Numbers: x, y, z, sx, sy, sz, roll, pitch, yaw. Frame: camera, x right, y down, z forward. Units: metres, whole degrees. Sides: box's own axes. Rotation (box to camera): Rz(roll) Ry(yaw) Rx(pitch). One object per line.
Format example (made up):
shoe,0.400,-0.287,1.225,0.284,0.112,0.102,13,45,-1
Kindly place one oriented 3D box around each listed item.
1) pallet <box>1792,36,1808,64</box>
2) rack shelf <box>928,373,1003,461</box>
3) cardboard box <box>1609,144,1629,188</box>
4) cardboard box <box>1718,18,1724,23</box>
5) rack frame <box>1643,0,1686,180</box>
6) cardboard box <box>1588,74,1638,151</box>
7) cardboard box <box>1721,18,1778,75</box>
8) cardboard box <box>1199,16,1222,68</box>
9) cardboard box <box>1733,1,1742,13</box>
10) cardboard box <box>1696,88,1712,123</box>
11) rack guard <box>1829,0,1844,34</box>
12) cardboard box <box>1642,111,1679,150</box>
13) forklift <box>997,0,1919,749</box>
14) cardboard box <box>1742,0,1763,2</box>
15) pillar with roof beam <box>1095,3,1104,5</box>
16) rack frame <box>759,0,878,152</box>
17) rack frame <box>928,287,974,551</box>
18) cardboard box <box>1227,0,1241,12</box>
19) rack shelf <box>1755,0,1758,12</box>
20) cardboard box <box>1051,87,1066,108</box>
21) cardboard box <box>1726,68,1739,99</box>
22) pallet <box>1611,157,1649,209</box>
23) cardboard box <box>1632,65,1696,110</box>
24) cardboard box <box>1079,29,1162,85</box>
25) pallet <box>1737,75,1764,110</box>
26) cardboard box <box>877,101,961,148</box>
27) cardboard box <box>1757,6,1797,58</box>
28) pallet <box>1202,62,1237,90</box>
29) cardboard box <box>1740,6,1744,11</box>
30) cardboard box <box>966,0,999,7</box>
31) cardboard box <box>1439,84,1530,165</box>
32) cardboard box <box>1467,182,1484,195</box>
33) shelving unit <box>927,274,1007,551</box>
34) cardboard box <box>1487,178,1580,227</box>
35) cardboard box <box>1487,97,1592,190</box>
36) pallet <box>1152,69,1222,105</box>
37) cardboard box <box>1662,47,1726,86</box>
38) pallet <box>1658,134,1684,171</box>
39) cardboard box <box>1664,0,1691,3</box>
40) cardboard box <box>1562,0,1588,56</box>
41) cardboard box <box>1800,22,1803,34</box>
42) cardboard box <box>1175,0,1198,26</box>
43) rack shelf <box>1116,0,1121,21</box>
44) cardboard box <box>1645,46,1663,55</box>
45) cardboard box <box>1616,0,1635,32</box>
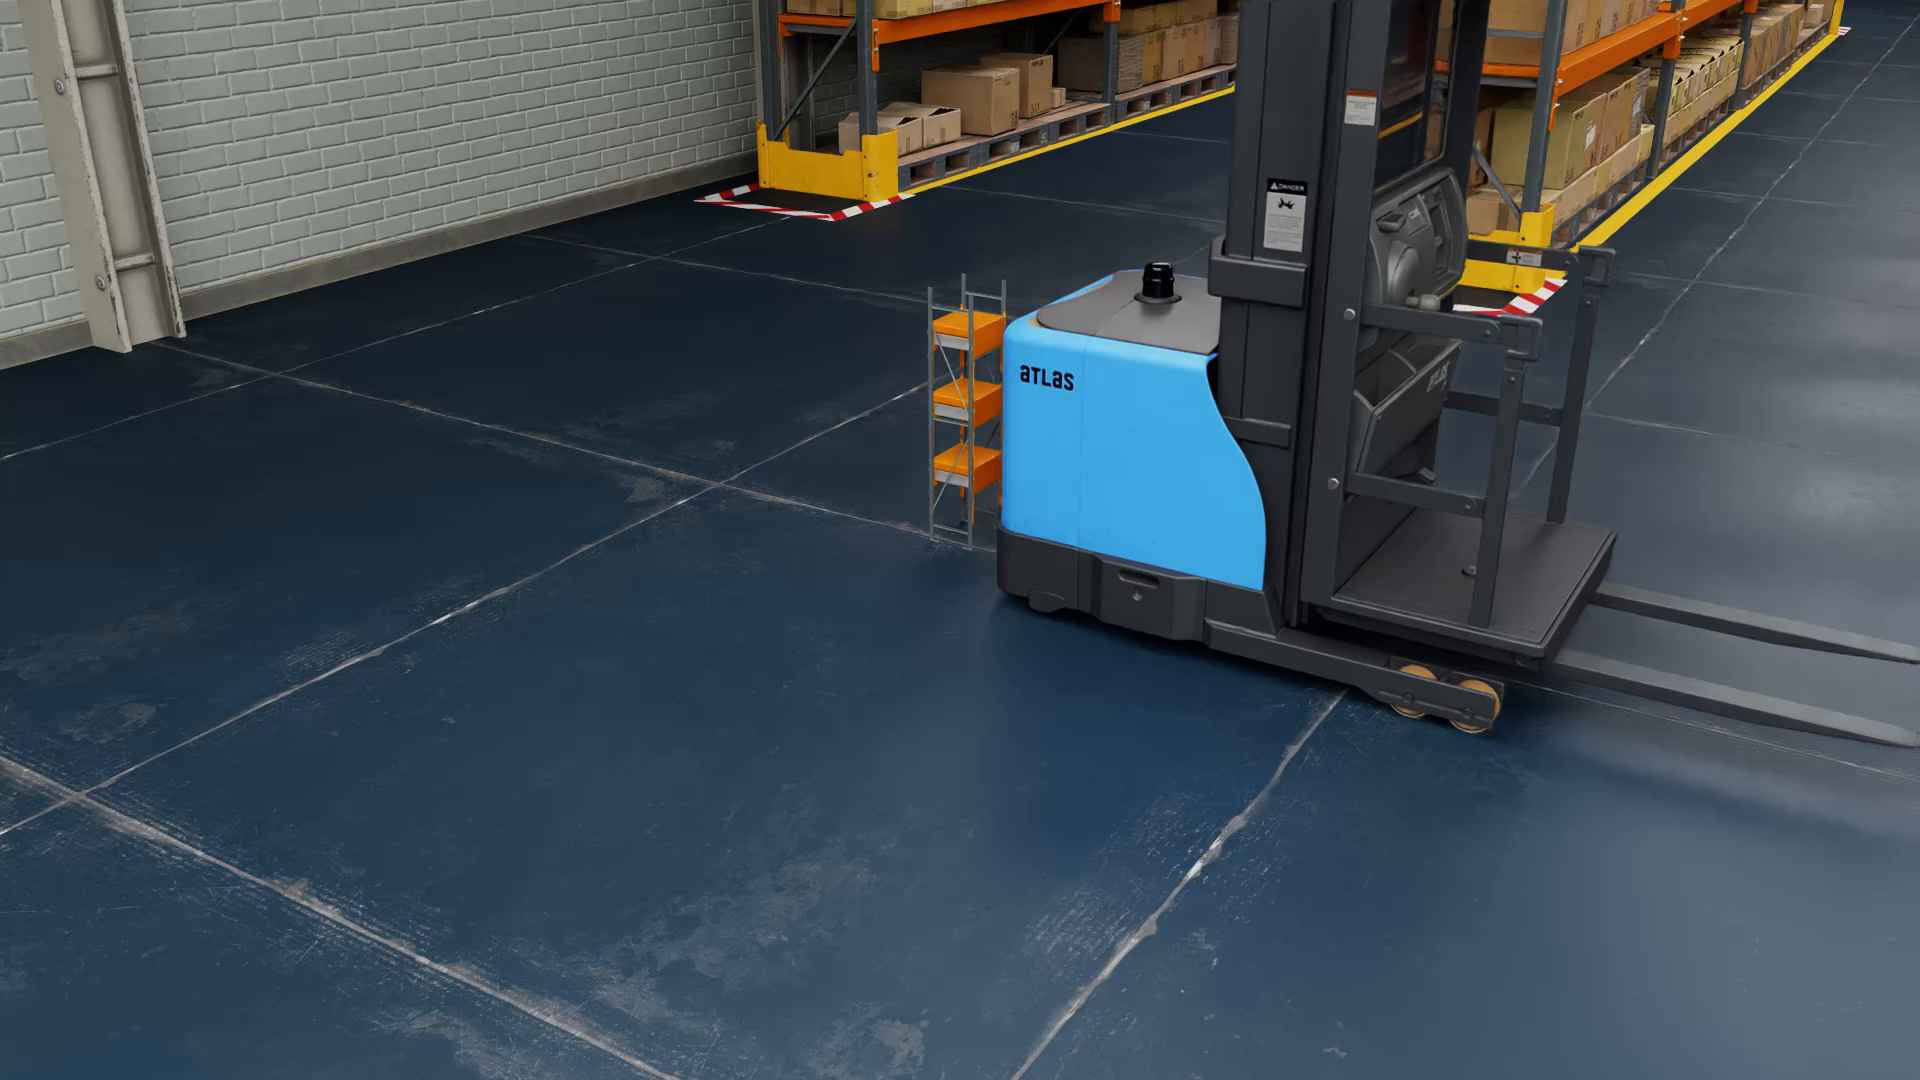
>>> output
pallet,9.820,-6.074,20.515,1.003,0.211,1.213,14,27,29
rack shelf,0.028,-0.490,6.587,0.215,0.259,0.240,14,27,29
cardboard box,4.655,-2.812,12.403,0.500,0.250,0.500,14,27,29
cardboard box,7.915,-5.366,17.963,0.500,0.500,0.500,13,27,27
rack frame,5.237,-4.422,13.189,1.000,3.000,0.127,14,27,29
cardboard box,4.644,-3.159,12.260,0.500,0.500,0.500,14,27,29
cardboard box,8.371,-5.267,17.733,0.500,0.500,0.500,13,27,28
cardboard box,2.431,-5.460,18.180,0.700,0.500,0.500,14,27,29
cardboard box,8.468,-6.071,18.648,0.500,0.250,0.500,14,27,29
cardboard box,6.471,-3.956,15.046,0.500,0.250,0.500,14,27,30
rack guard,11.527,-7.299,22.982,1.175,0.500,0.348,14,27,29
cardboard box,5.661,-3.437,13.846,0.500,0.250,0.500,13,27,28
forklift,1.662,-0.968,5.296,3.031,2.935,1.130,14,27,29
cardboard box,9.517,-6.429,20.417,0.500,0.500,0.500,14,27,29
pillar with roof beam,5.374,-8.402,14.832,9.100,9.000,0.400,14,27,29
rack frame,-1.083,-4.109,12.466,1.000,3.000,0.127,14,27,29
rack frame,-0.036,-0.459,6.488,0.200,1.050,0.008,14,27,29
cardboard box,3.636,-6.236,19.556,0.750,0.750,0.750,13,27,28
rack shelf,8.402,-6.117,18.010,1.077,0.370,4.000,14,27,29
cardboard box,0.770,-4.174,15.628,0.380,0.166,0.250,10,25,22
cardboard box,7.277,-4.474,16.242,0.500,0.250,0.500,15,27,30
pallet,4.782,-2.883,13.143,1.003,0.211,1.213,14,27,29
cardboard box,5.936,-3.865,14.130,0.500,0.311,0.500,14,27,28
cardboard box,1.631,-4.950,17.002,0.700,0.500,0.500,13,27,28
pallet,7.773,-4.736,17.425,1.003,0.211,1.213,14,27,29
cardboard box,-0.341,-3.484,13.853,0.500,0.311,0.500,16,28,33
cardboard box,9.173,-5.785,18.931,0.500,0.500,0.500,14,27,29
pallet,2.724,-5.266,18.648,1.003,0.211,1.213,14,27,29
cardboard box,8.723,-5.882,19.155,0.500,0.500,0.500,14,27,30
cardboard box,-0.020,-4.496,13.524,0.500,0.250,0.500,13,27,28
cardboard box,3.673,-2.931,11.733,0.500,0.500,0.500,14,27,29
cardboard box,3.159,-2.246,11.094,0.500,0.250,0.500,14,27,29
shelving unit,0.028,-0.500,6.583,0.215,1.050,0.252,14,27,29
cardboard box,3.860,-2.307,11.235,0.500,0.250,0.500,14,27,29
cardboard box,3.861,-2.651,11.086,0.500,0.500,0.500,14,27,29
pallet,2.079,-4.856,17.701,1.003,0.211,1.213,14,27,29
cardboard box,6.743,-4.385,15.331,0.500,0.311,0.500,14,27,29
pallet,5.593,-3.399,14.336,1.003,0.211,1.213,14,27,29
cardboard box,5.878,-4.563,13.831,0.380,0.149,0.250,14,27,29
cardboard box,3.658,-3.451,10.820,0.700,0.500,0.500,15,27,30
cardboard box,10.310,-6.414,20.803,0.380,0.166,0.250,14,27,29
cardboard box,2.180,-5.600,17.559,0.500,0.250,0.500,14,27,29
rack shelf,2.082,-5.804,17.286,1.077,0.370,4.000,14,27,29
cardboard box,6.281,-4.494,15.583,0.500,0.311,0.500,13,27,28
cardboard box,4.468,-3.969,12.017,0.700,0.500,0.500,14,27,30
